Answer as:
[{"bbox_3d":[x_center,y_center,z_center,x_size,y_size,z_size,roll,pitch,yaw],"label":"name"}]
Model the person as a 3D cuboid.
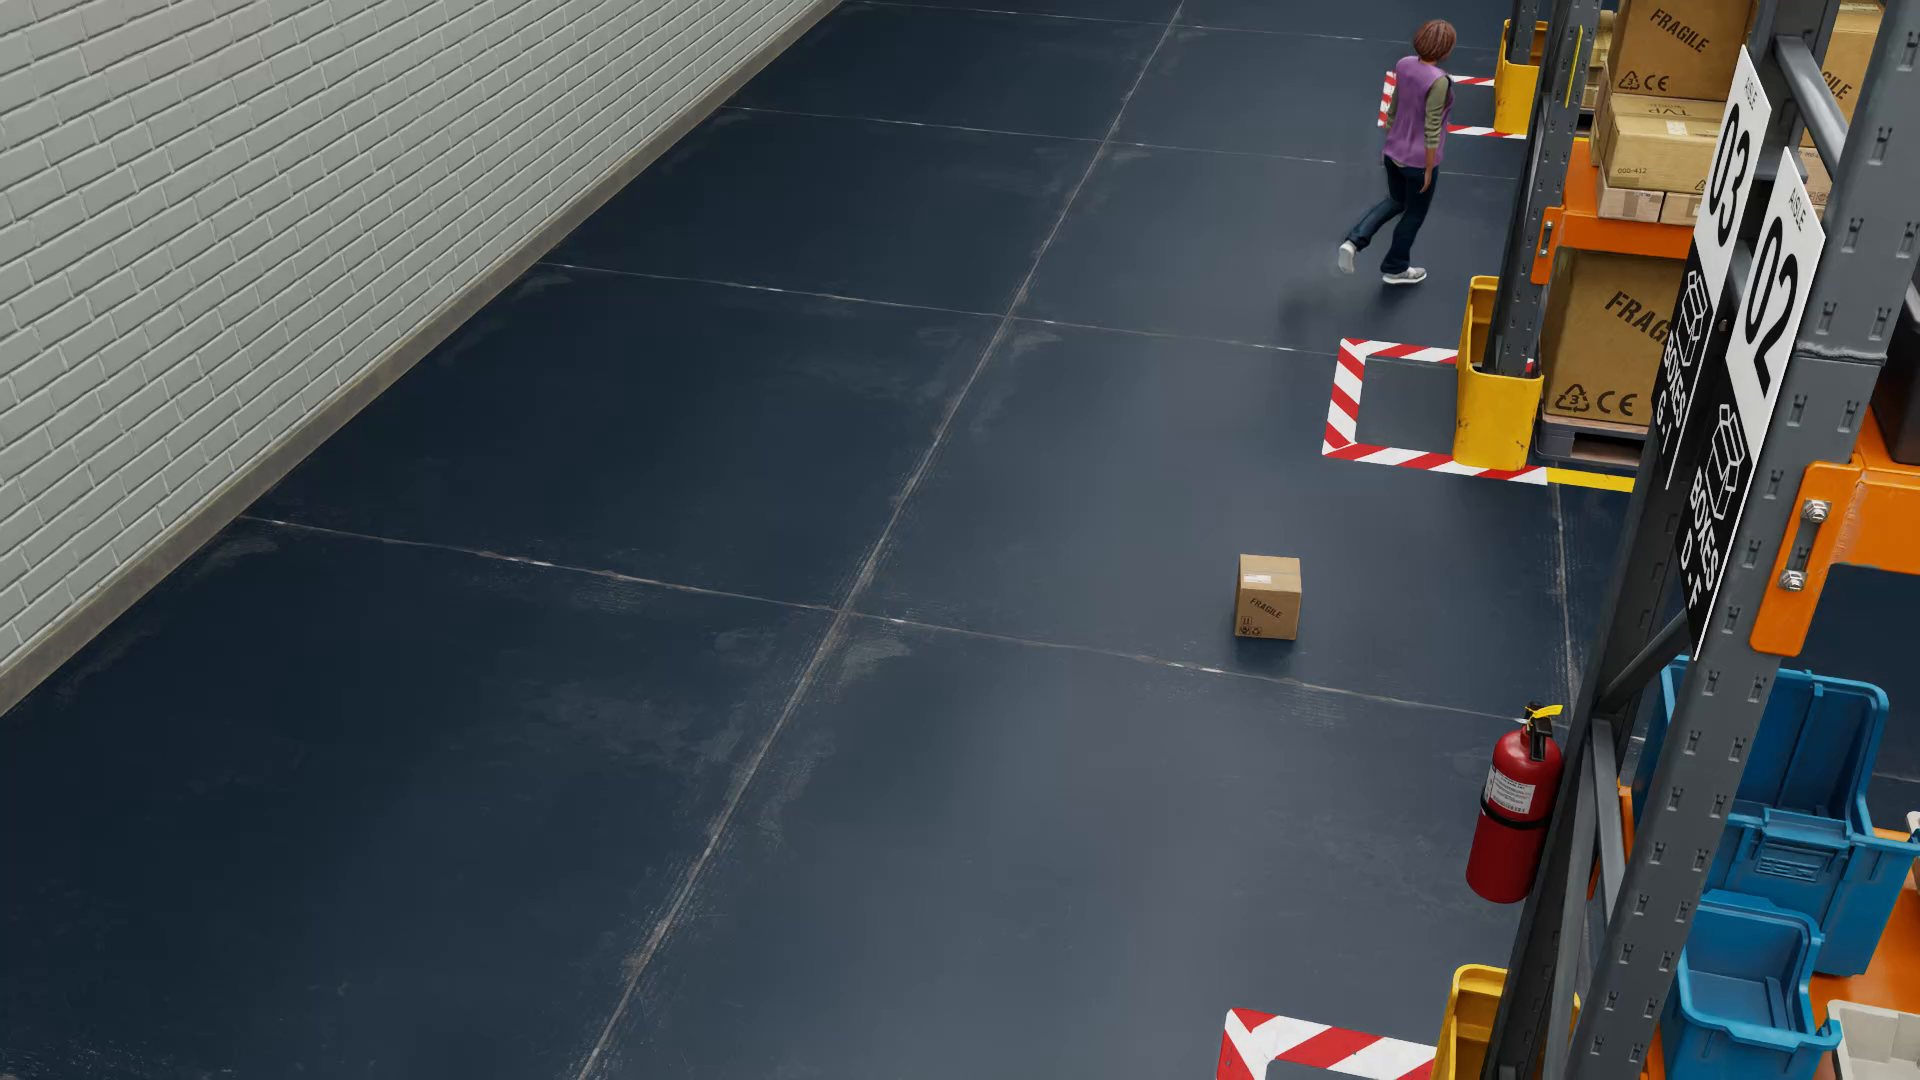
[{"bbox_3d":[2.504,-2.153,9.390,0.600,1.580,0.465,-11,35,-17],"label":"person"}]
